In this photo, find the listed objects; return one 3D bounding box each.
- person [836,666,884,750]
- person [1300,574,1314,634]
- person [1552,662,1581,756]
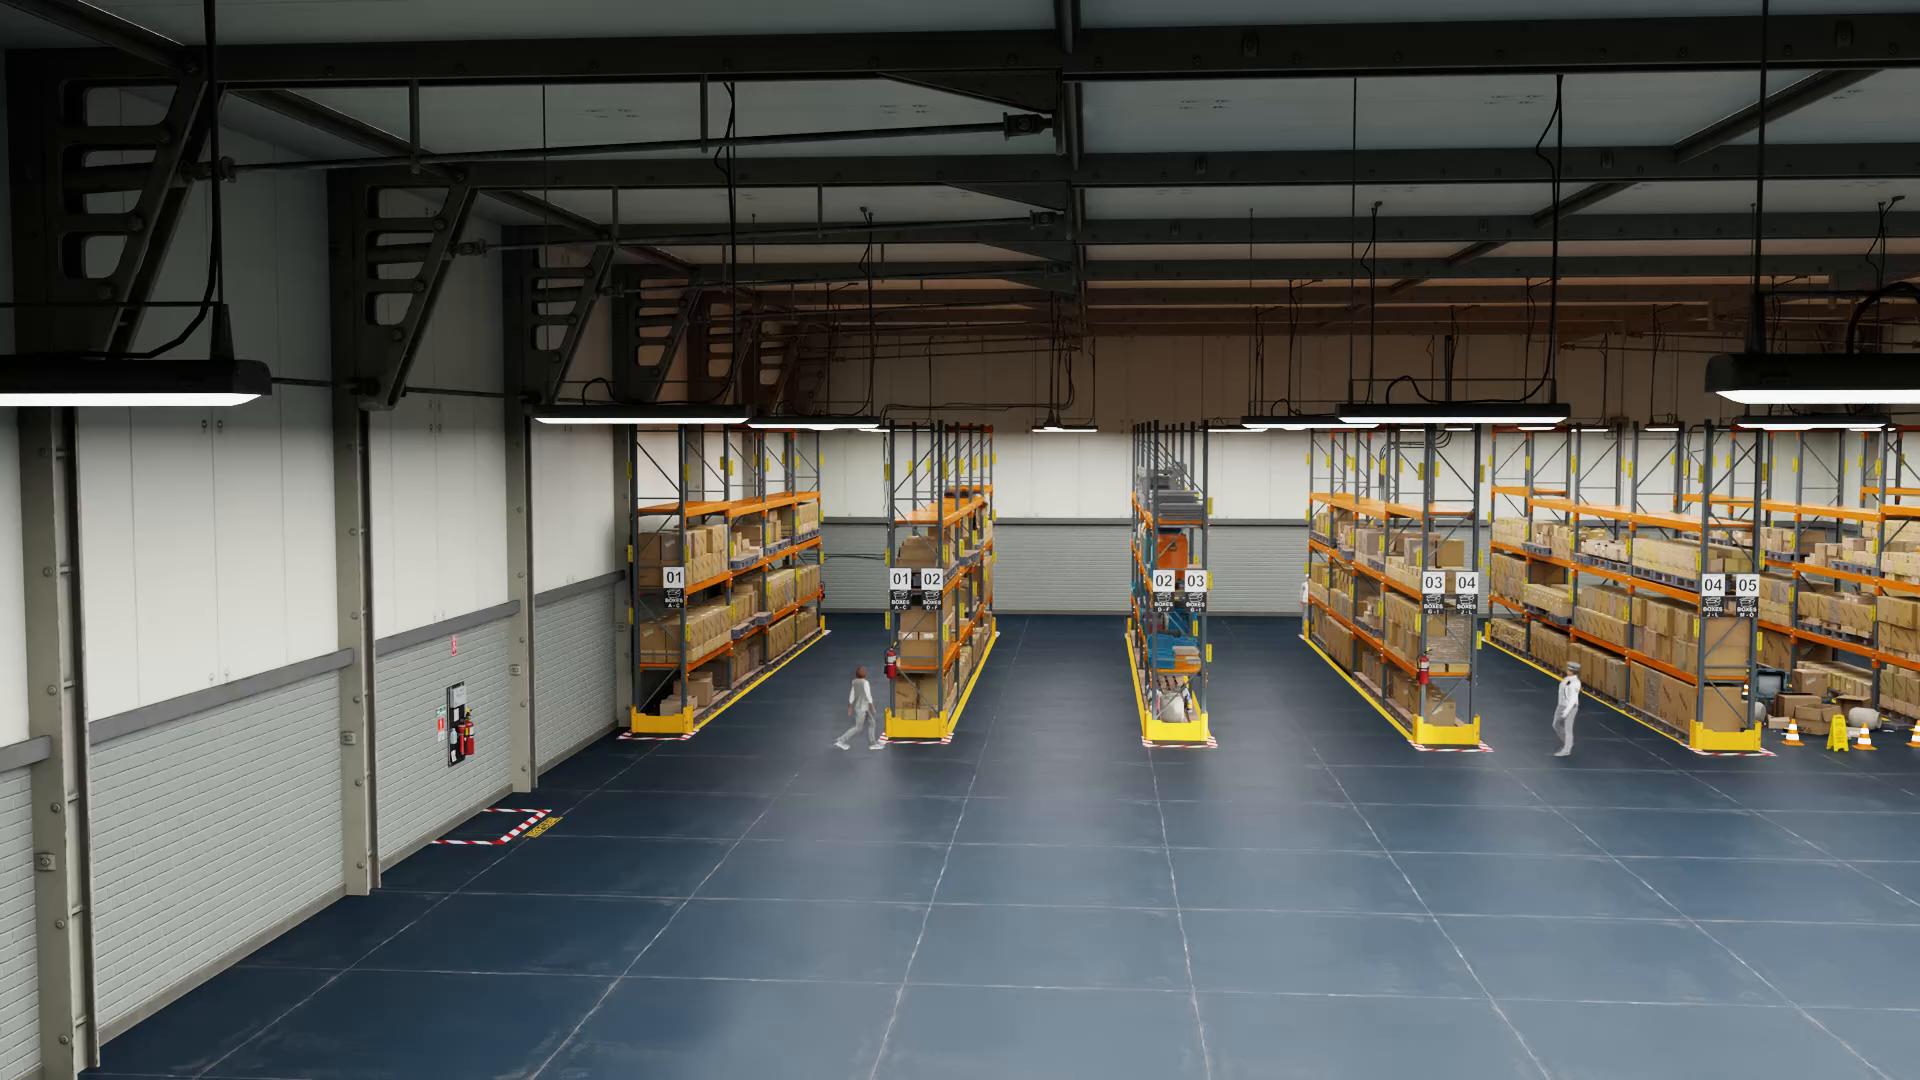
[{"bbox_3d":[-1.800,3.040,30.002,0.891,1.543,0.399,-1,4,-9],"label":"person"},{"bbox_3d":[10.091,1.811,47.829,0.562,1.789,0.504,0,4,-2],"label":"person"},{"bbox_3d":[10.808,3.016,29.696,0.455,1.698,0.559,-1,4,-16],"label":"person"}]
